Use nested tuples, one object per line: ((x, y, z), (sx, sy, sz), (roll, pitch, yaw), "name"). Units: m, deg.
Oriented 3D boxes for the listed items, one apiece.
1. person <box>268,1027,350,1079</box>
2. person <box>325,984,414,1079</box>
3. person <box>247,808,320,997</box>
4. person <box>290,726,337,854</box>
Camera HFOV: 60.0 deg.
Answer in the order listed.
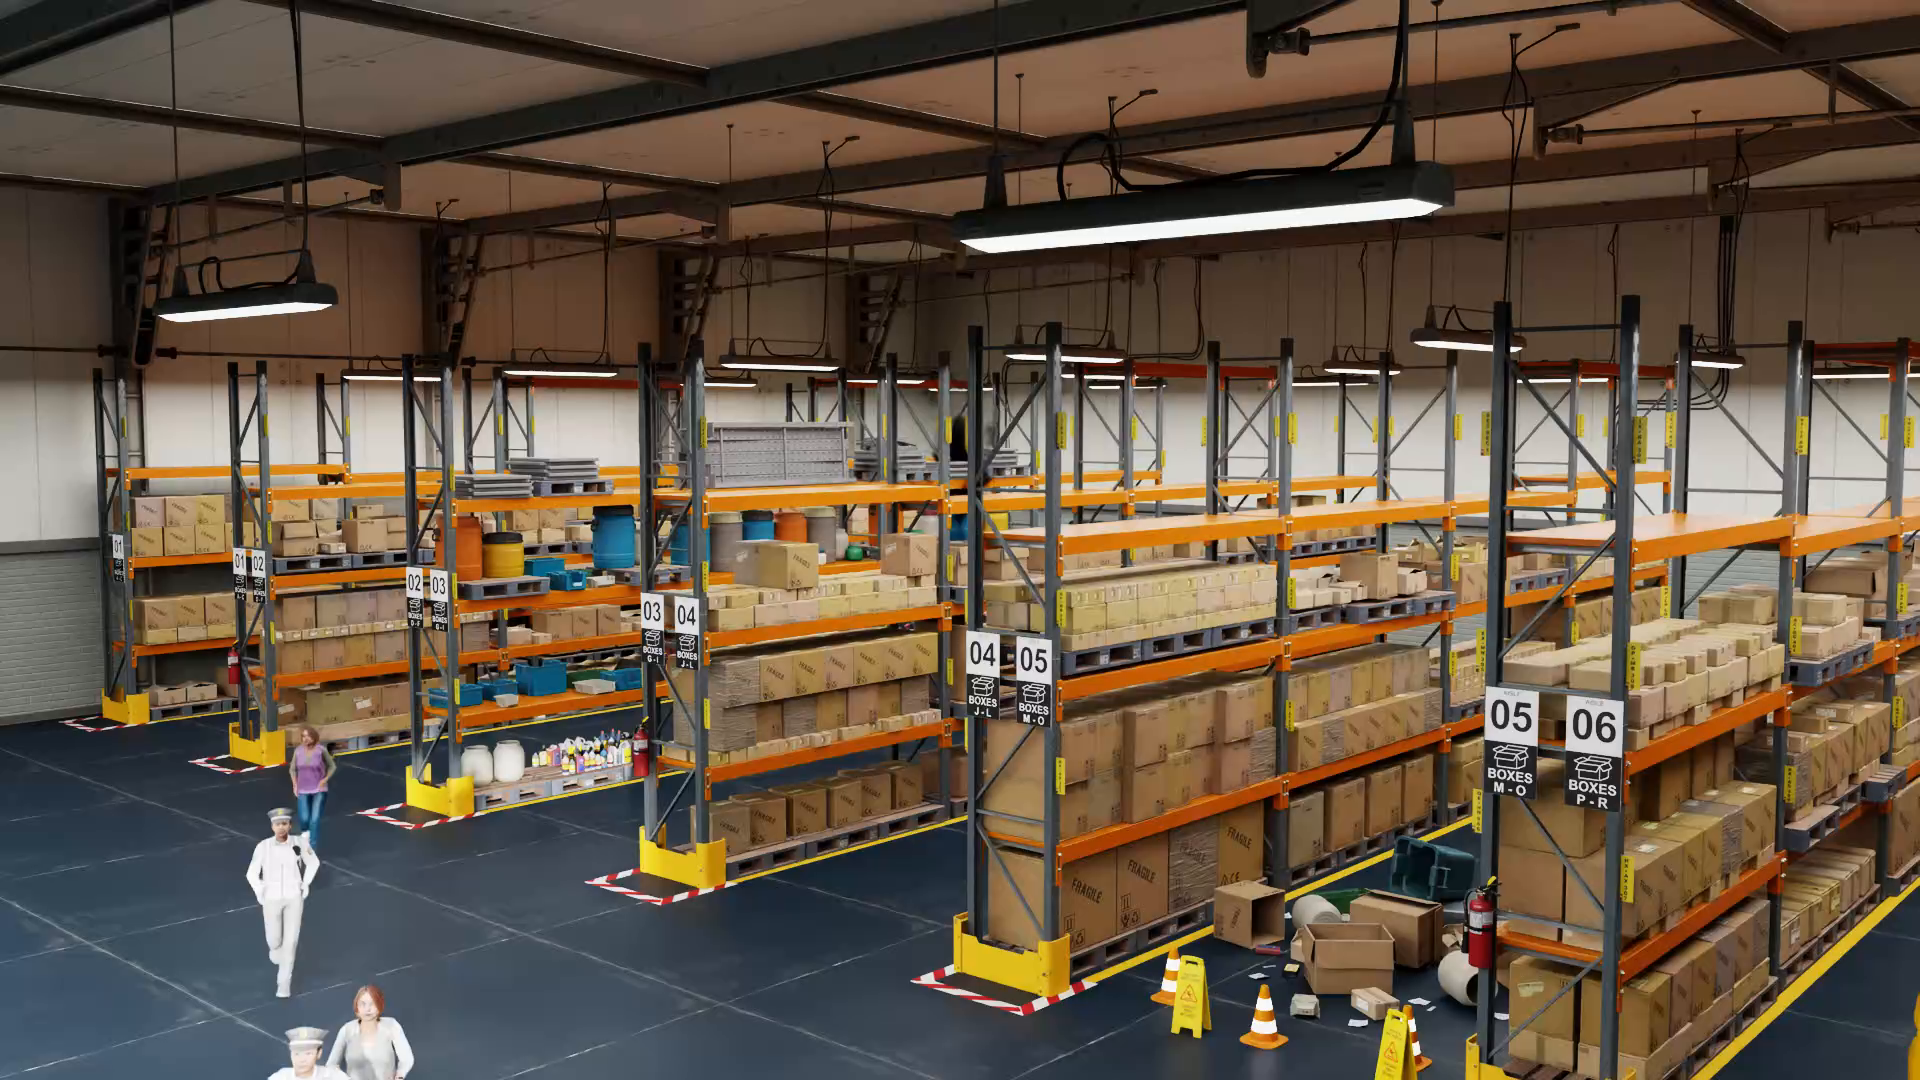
((-3.776, 3.624, 9.630), (0.623, 1.655, 0.560), (-1, 4, -17), "person")
((-3.780, 3.605, 10.654), (0.538, 1.550, 0.608), (-1, 4, -15), "person")
((-6.113, 3.228, 15.051), (0.617, 1.661, 0.742), (-2, 5, -23), "person")
((-7.593, 2.960, 19.528), (0.532, 1.572, 0.585), (-1, 4, -11), "person")
